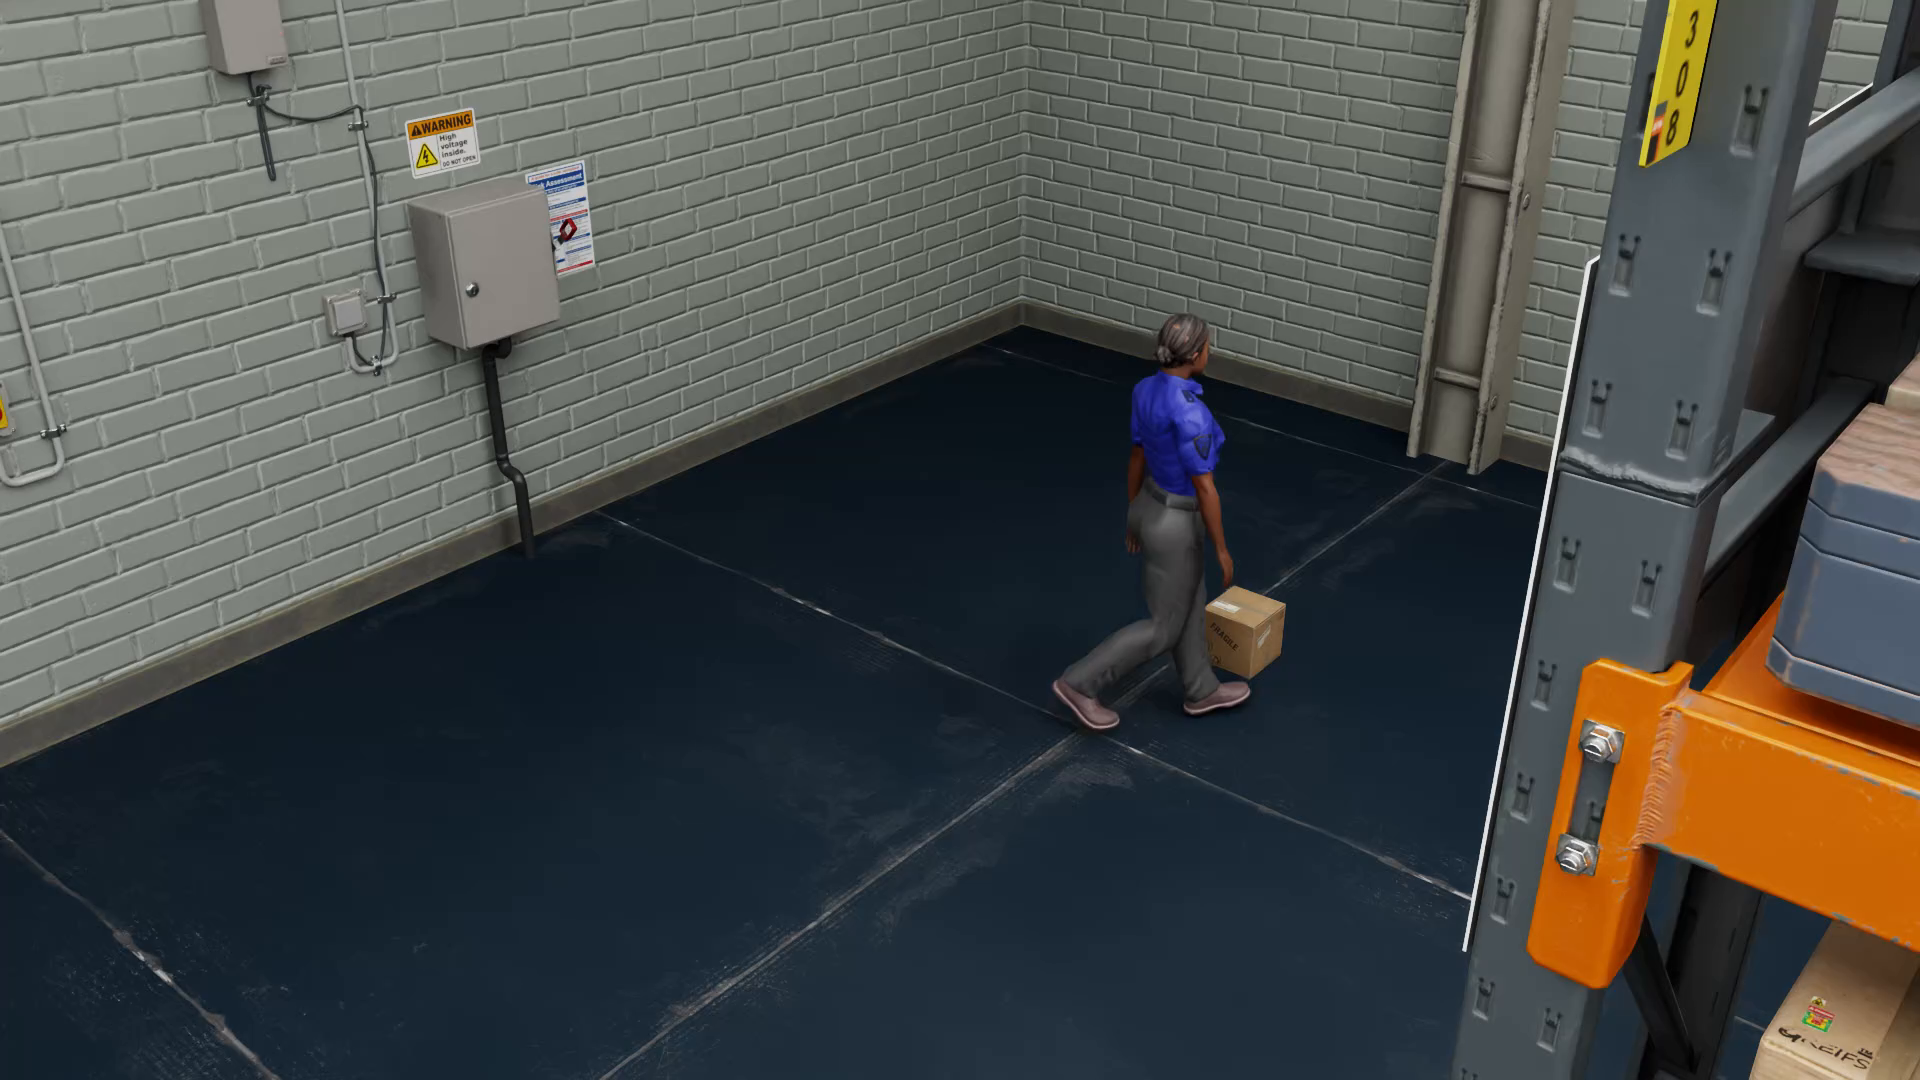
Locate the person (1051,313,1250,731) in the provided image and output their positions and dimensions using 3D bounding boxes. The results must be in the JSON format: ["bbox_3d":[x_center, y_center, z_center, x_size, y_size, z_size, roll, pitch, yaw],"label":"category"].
[{"bbox_3d":[0.755,-0.036,6.185,0.846,1.632,0.532,-8,29,-15],"label":"person"}]
